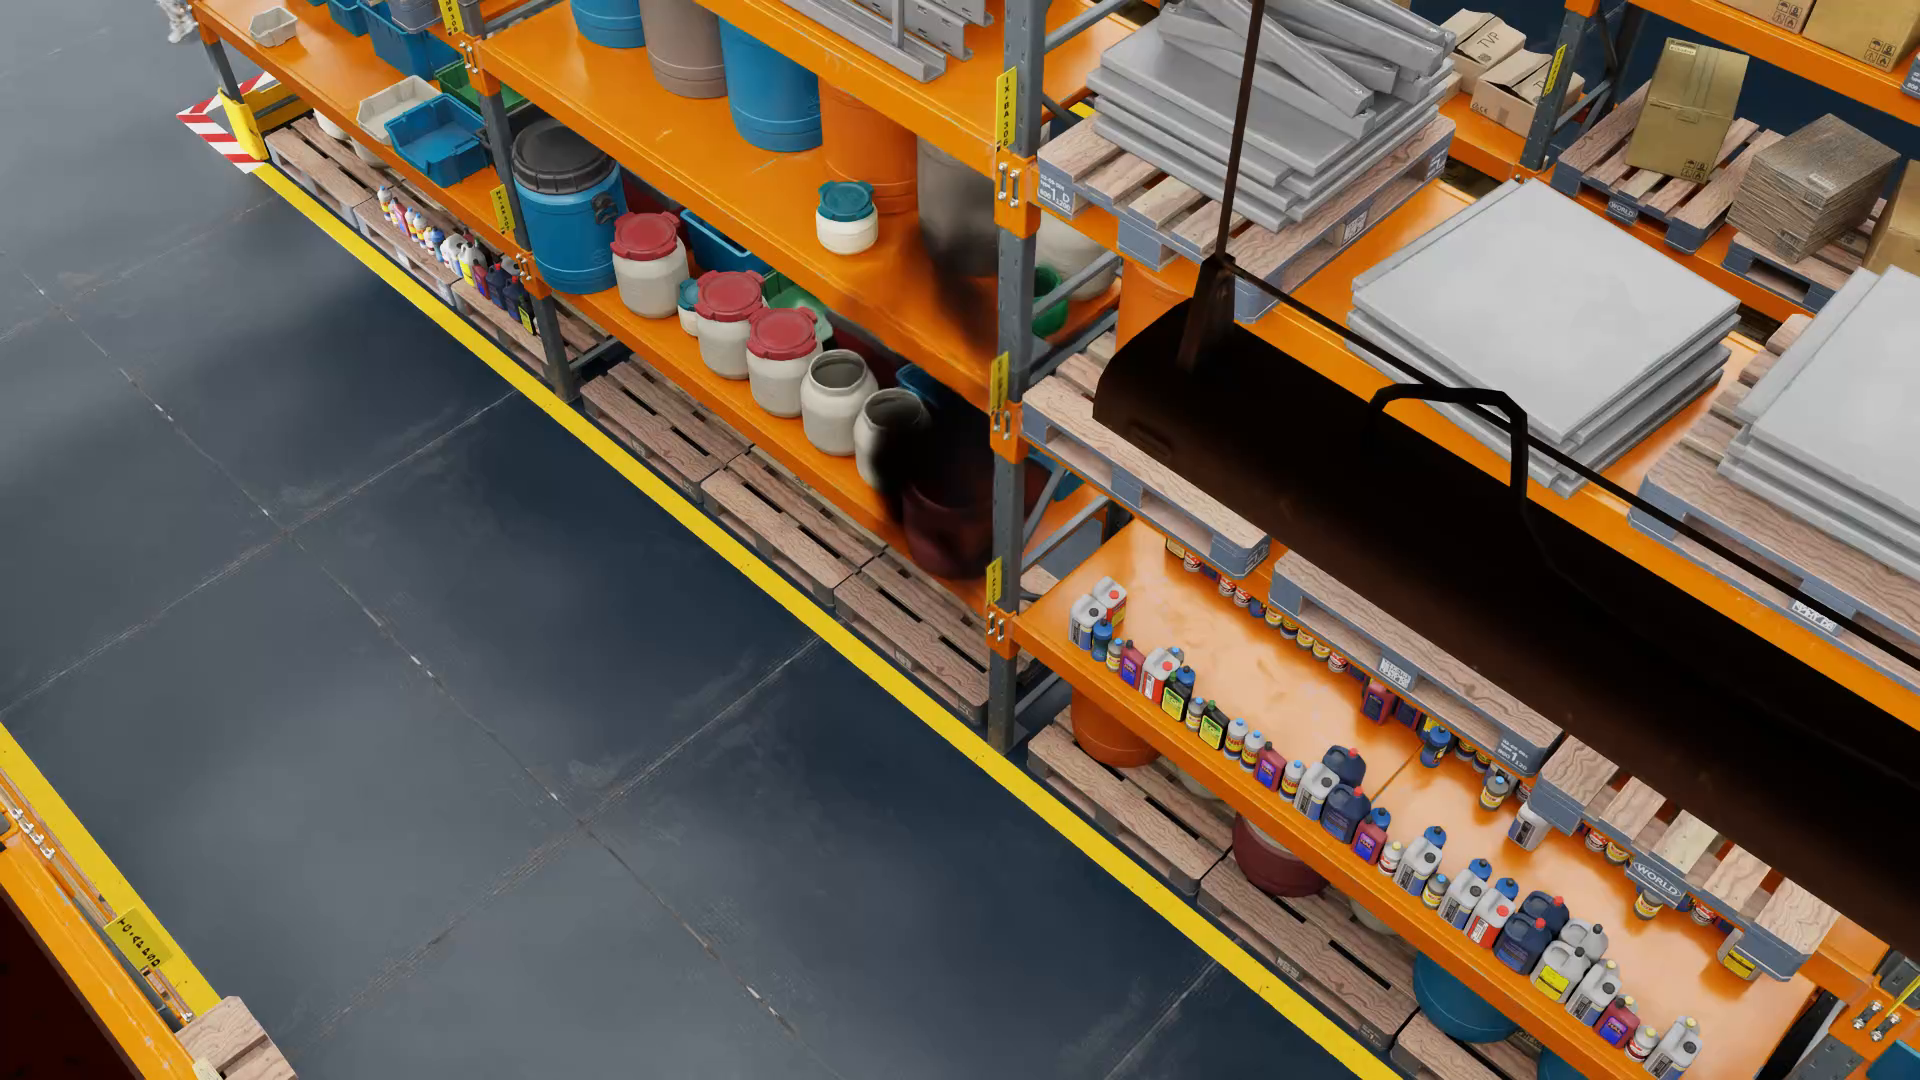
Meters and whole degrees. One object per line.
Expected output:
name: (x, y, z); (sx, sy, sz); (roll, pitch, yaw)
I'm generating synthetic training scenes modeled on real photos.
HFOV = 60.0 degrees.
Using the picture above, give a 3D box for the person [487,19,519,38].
person: (-3.859, -4.706, 13.247); (0.693, 1.694, 0.524); (-35, 58, -25)

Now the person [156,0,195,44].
person: (-6.358, -4.795, 13.250); (0.736, 1.838, 0.689); (-2, 50, -2)
